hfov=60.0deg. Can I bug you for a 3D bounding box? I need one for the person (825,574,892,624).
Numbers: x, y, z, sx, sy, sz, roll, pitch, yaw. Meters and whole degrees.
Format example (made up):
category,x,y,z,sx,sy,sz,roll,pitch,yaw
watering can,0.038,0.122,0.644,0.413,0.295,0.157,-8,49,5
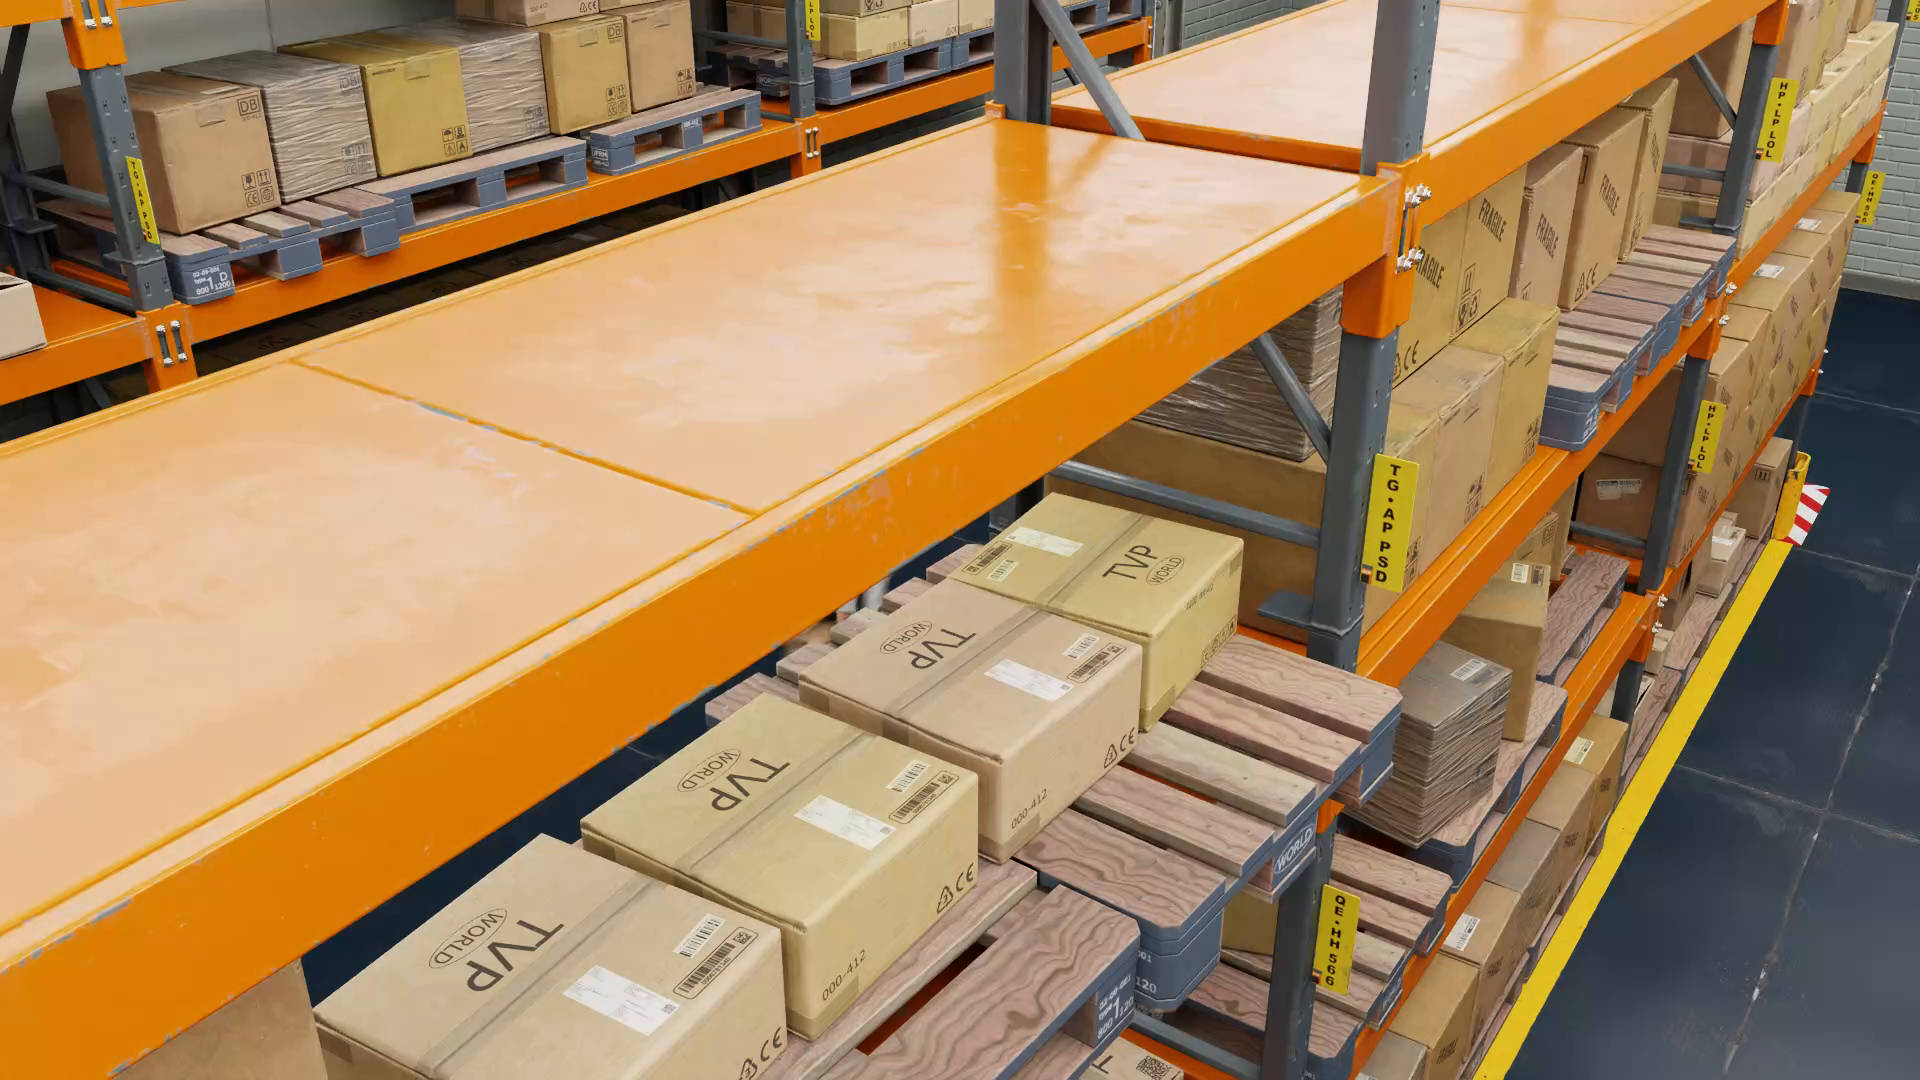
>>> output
category,x,y,z,sx,sy,sz,roll,pitch,yaw
person,-0.659,0.341,9.208,0.451,0.986,0.864,16,31,28
